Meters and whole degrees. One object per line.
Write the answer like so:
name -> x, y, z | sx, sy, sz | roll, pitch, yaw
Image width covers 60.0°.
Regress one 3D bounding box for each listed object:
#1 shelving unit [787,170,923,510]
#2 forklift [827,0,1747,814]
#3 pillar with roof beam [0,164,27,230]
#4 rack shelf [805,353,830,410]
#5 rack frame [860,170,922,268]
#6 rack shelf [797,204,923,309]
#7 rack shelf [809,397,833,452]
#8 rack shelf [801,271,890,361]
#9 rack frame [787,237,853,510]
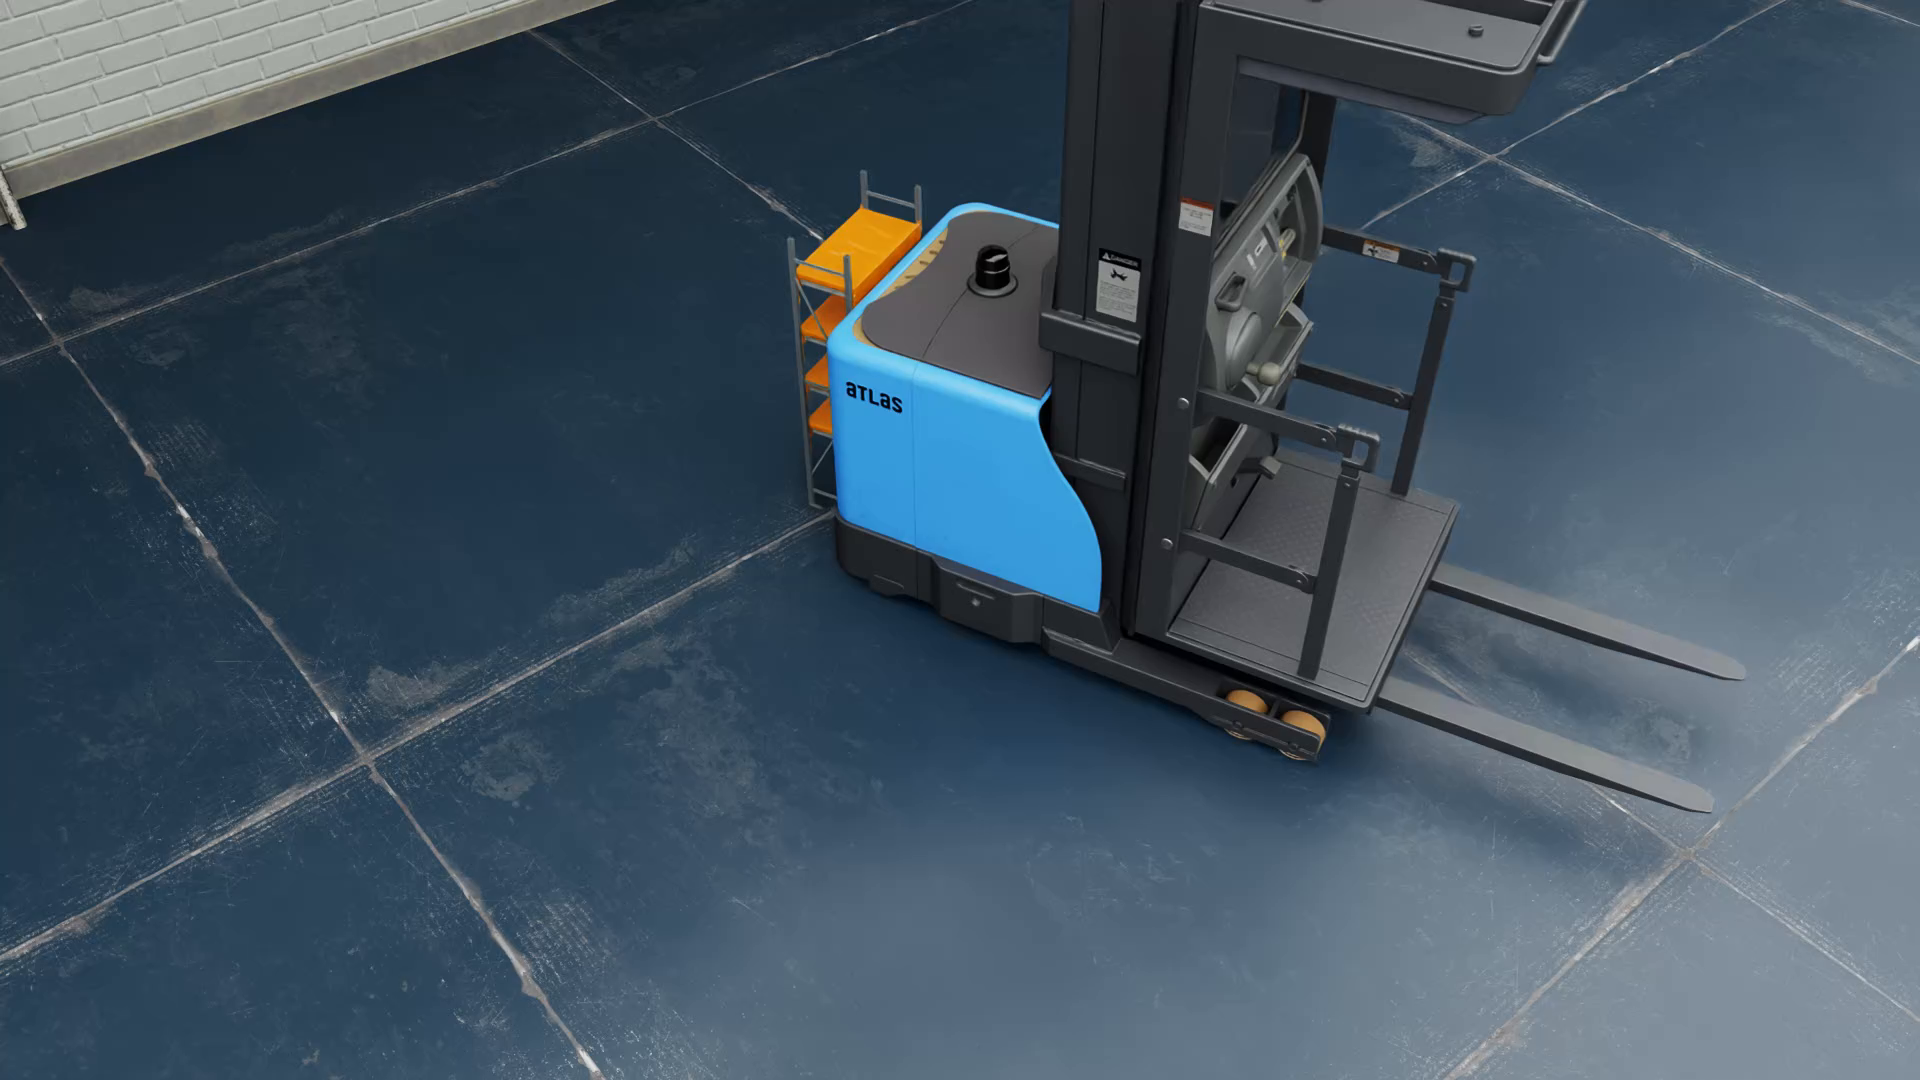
shelving unit -> -0.358, -0.685, 6.103 | 0.258, 1.200, 0.503 | 20, 47, 20
forklift -> 1.096, -0.762, 4.921 | 3.031, 2.935, 1.130 | 20, 47, 20
pillar with roof beam -> -1.874, -2.490, 2.328 | 0.400, 9.000, 9.100 | -30, 51, -28
rack shelf -> -0.358, -0.636, 6.149 | 0.258, 0.148, 0.480 | 20, 47, 20
rack frame -> -0.244, -0.833, 6.260 | 0.240, 1.200, 0.015 | 20, 47, 20
rack shelf -> -0.358, -0.971, 5.834 | 0.258, 0.148, 0.480 | 20, 47, 20
rack shelf -> -0.357, -0.491, 6.285 | 0.258, 0.148, 0.480 | 20, 47, 20
rack shelf -> -0.358, -0.799, 5.996 | 0.258, 0.148, 0.480 | 20, 47, 20
rack frame -> -0.471, -0.537, 5.945 | 0.240, 1.200, 0.015 | 20, 47, 20
